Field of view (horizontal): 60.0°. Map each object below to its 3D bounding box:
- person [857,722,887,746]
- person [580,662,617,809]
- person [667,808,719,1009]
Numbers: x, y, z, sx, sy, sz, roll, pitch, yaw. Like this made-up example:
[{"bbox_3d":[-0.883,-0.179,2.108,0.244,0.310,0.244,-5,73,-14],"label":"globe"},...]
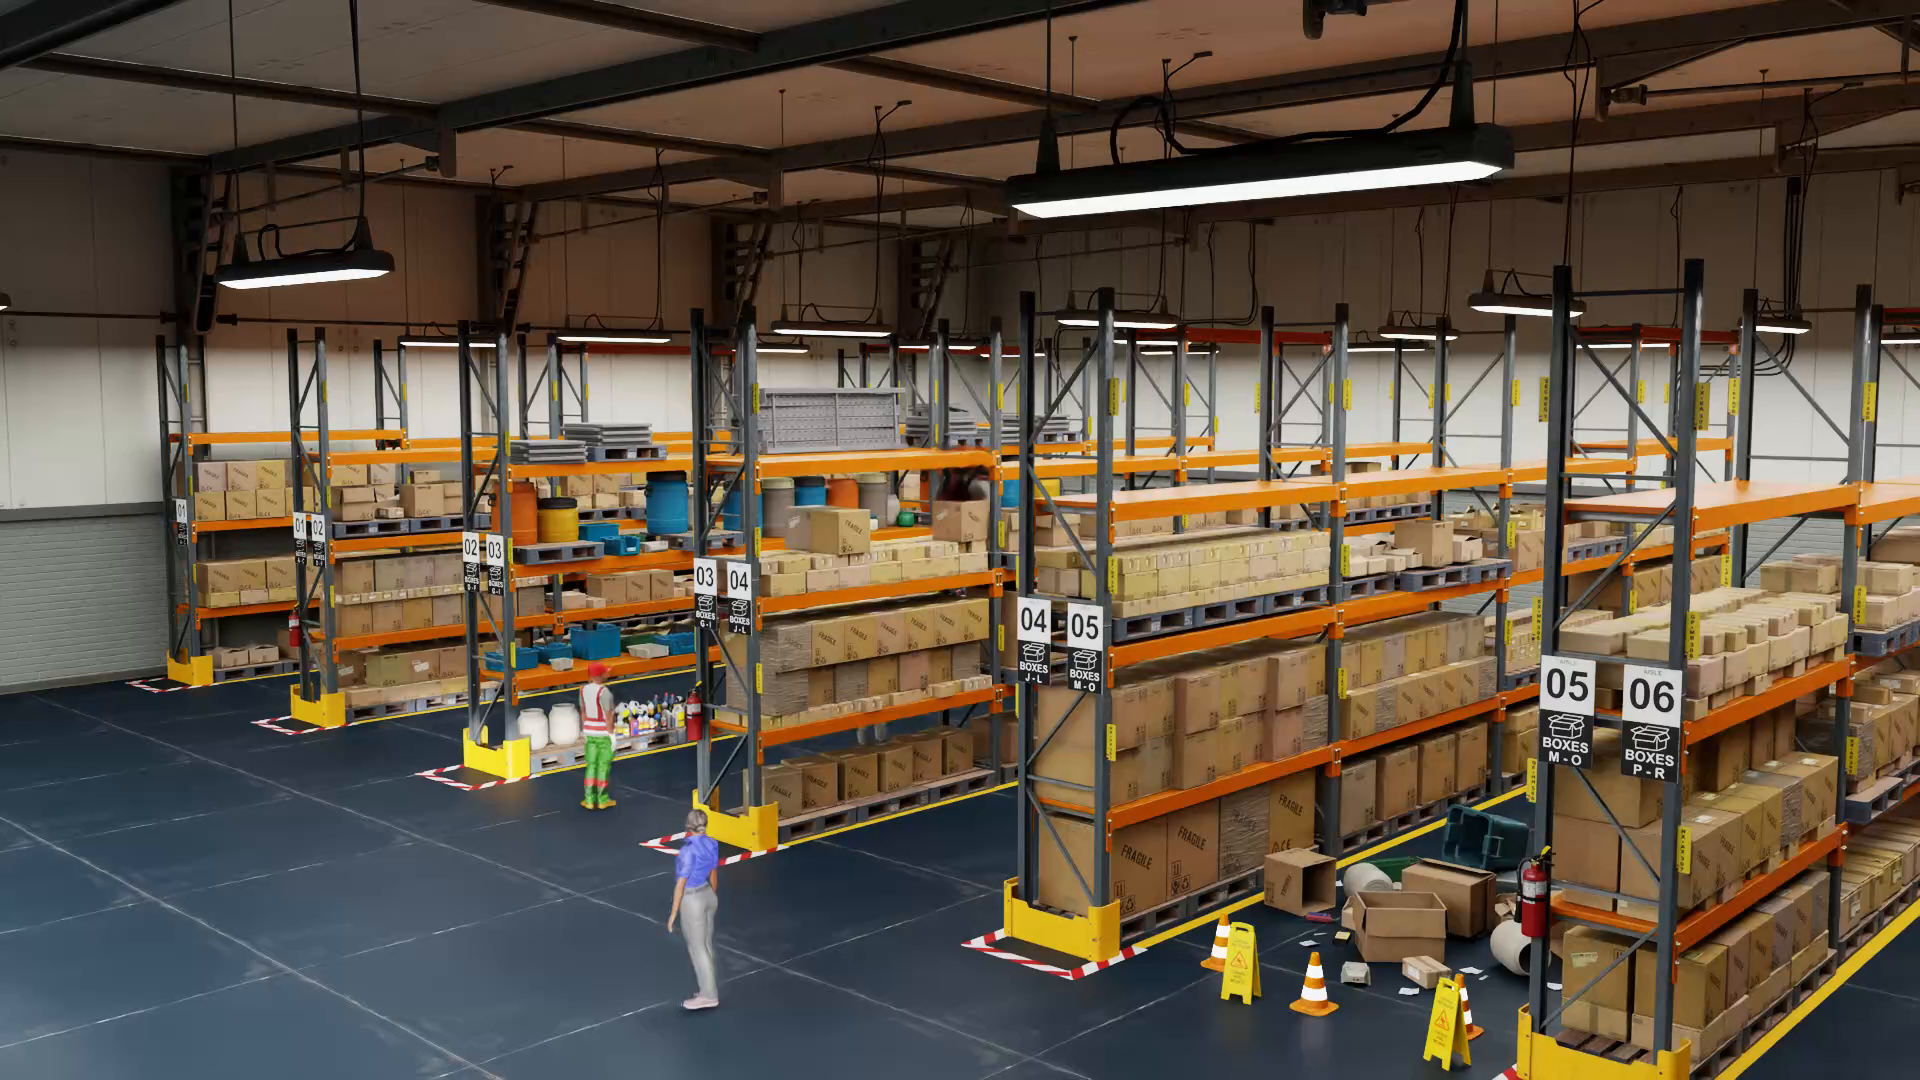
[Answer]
[{"bbox_3d":[-1.235,2.244,22.521,0.569,1.644,0.424,0,5,1],"label":"person"},{"bbox_3d":[-4.407,2.365,20.274,0.613,1.792,0.409,3,6,31],"label":"person"},{"bbox_3d":[-2.171,3.060,13.767,0.377,1.688,0.551,2,6,22],"label":"person"}]
